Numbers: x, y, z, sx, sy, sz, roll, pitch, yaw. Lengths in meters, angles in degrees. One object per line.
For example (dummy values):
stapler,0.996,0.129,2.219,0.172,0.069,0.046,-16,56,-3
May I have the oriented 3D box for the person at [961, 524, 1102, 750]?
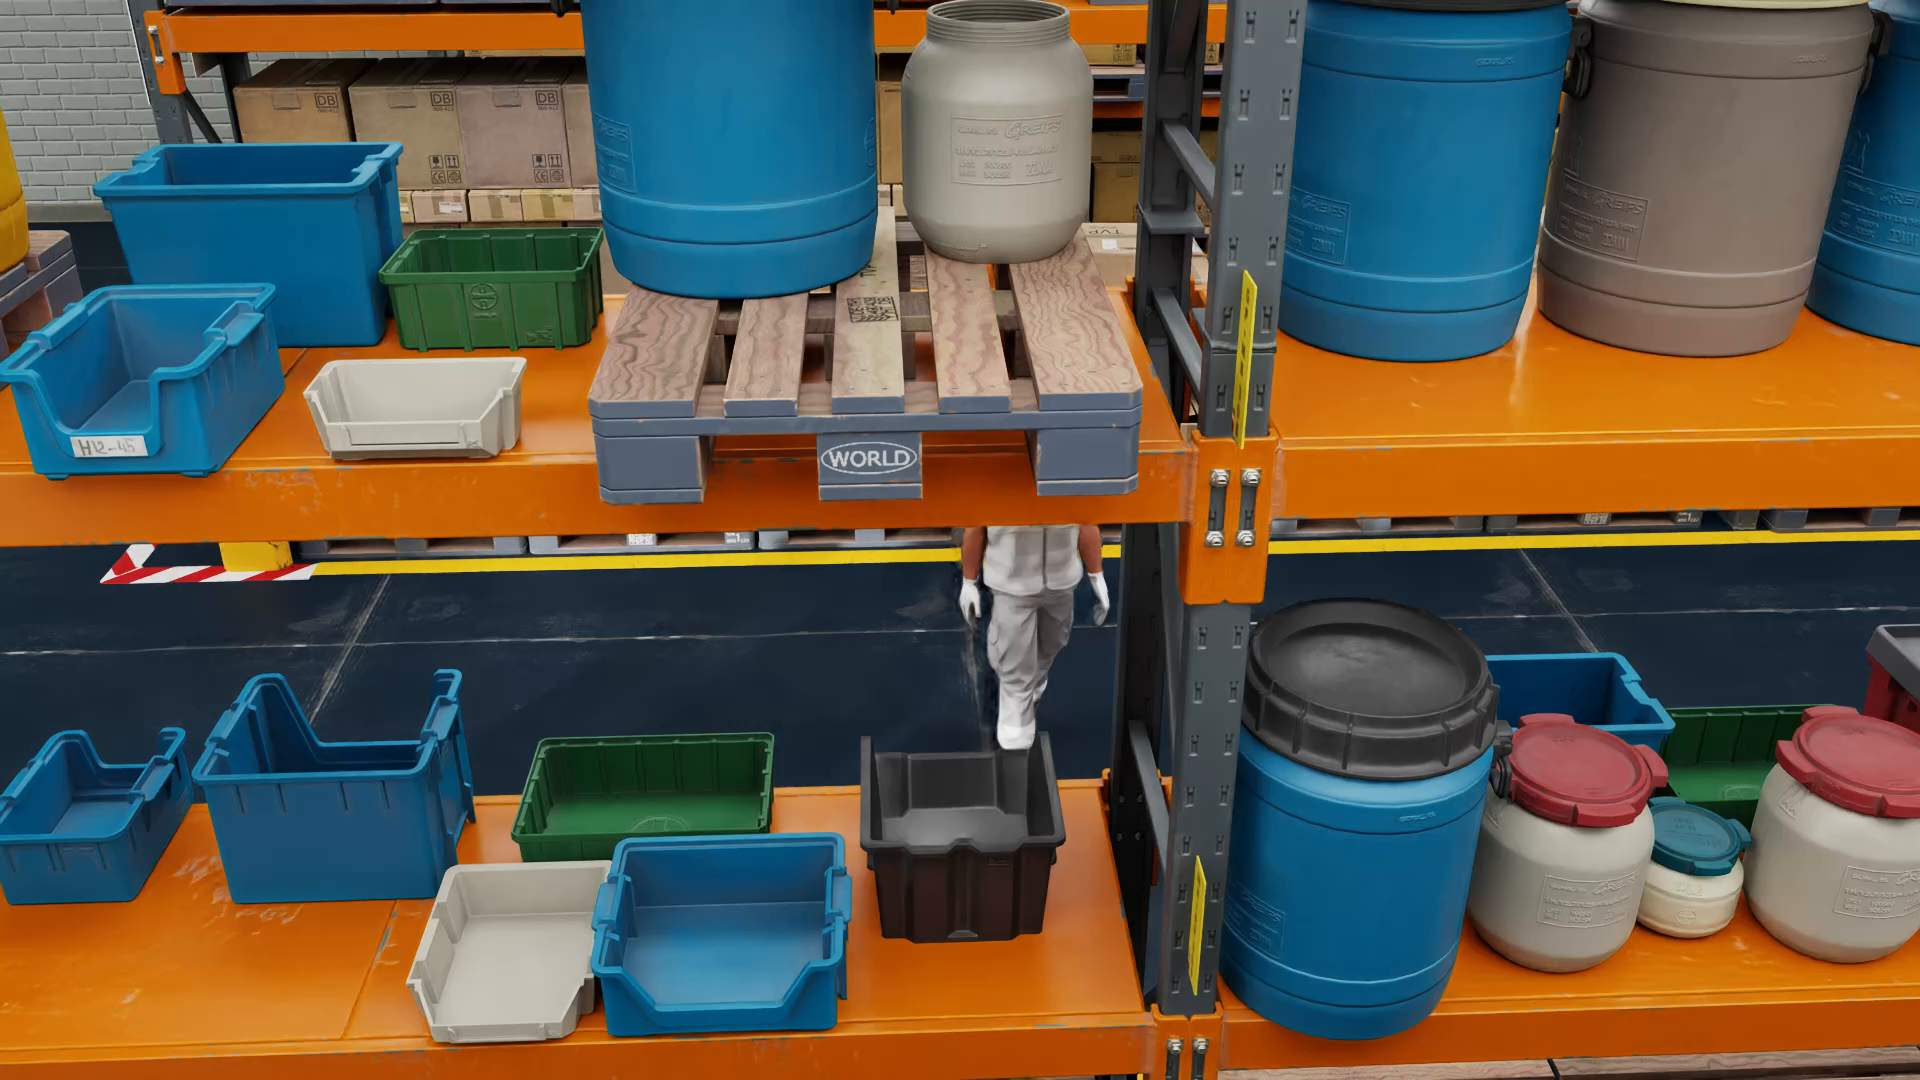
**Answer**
person,0.329,0.223,6.623,0.544,1.778,0.760,-9,29,-18
